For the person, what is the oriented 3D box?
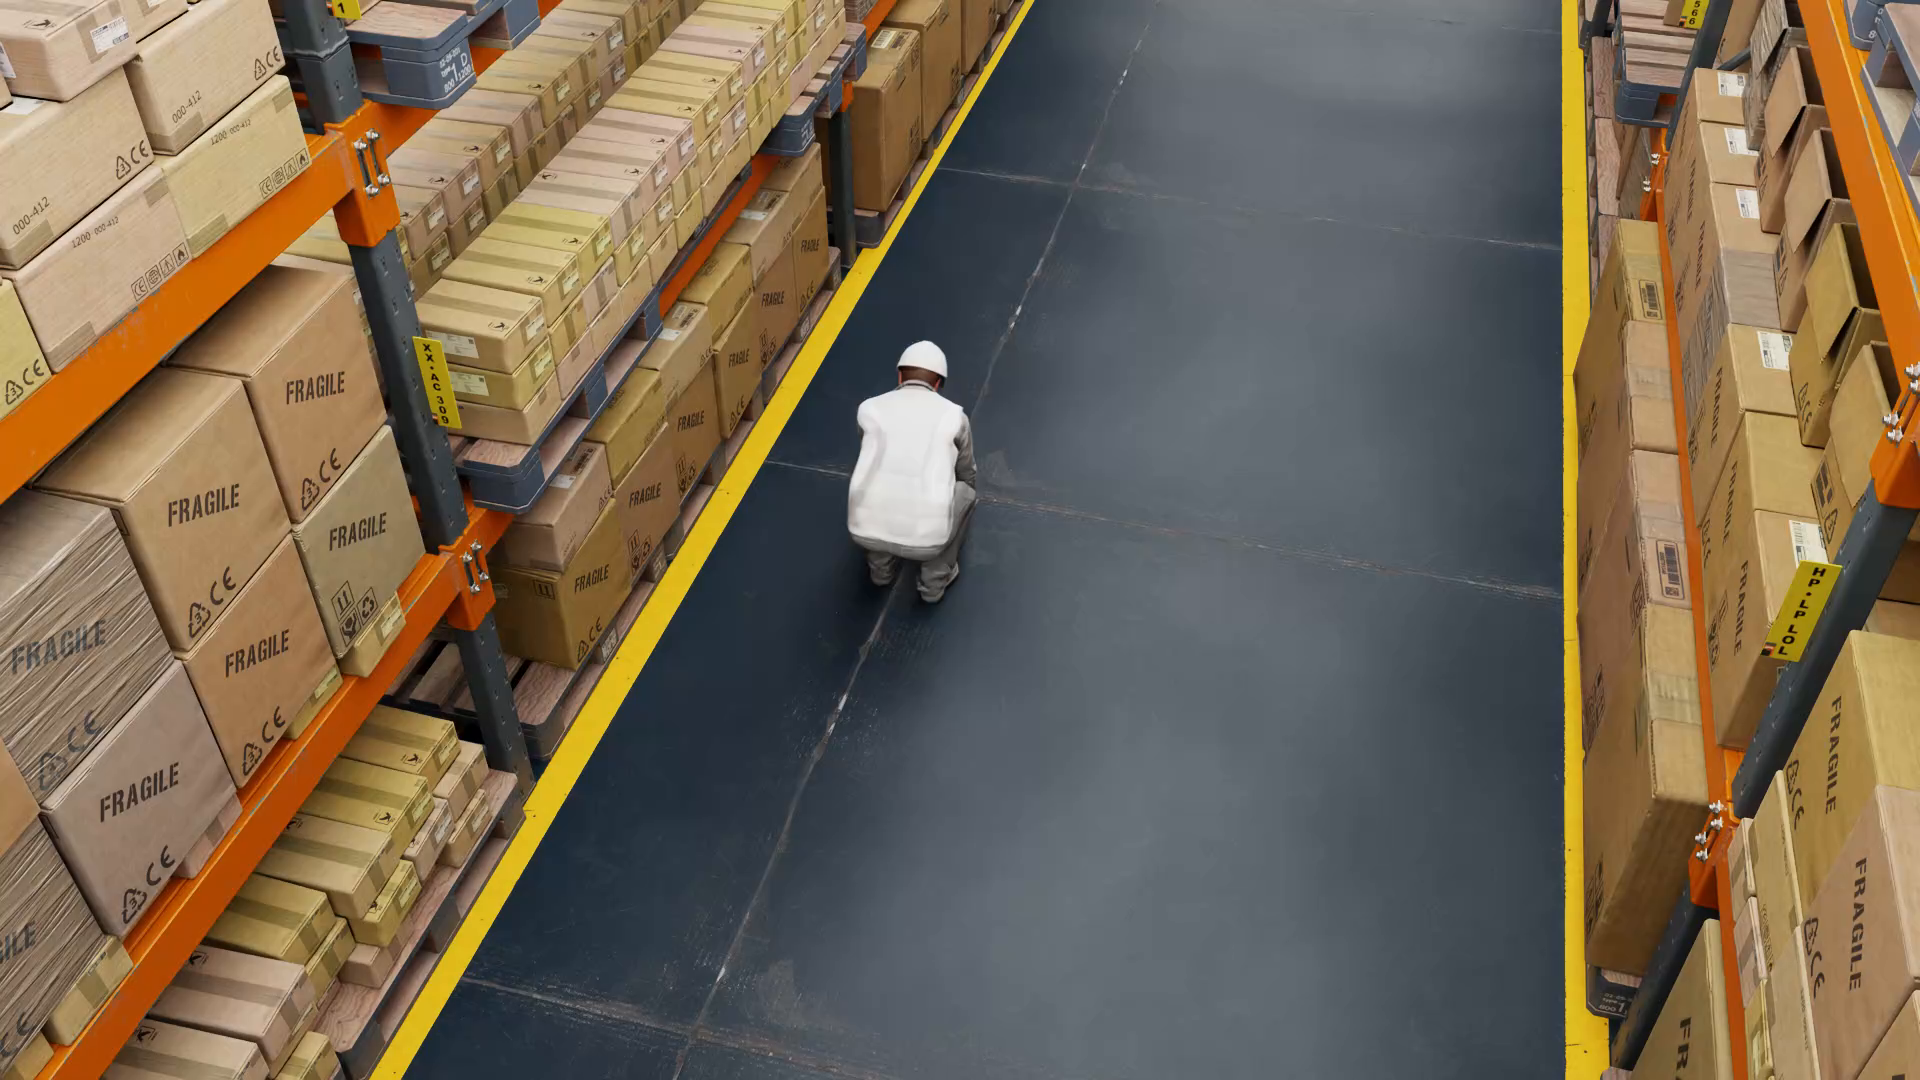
[{"bbox_3d":[-0.172,-0.377,7.116,0.476,1.066,1.009,8,41,9],"label":"person"}]
